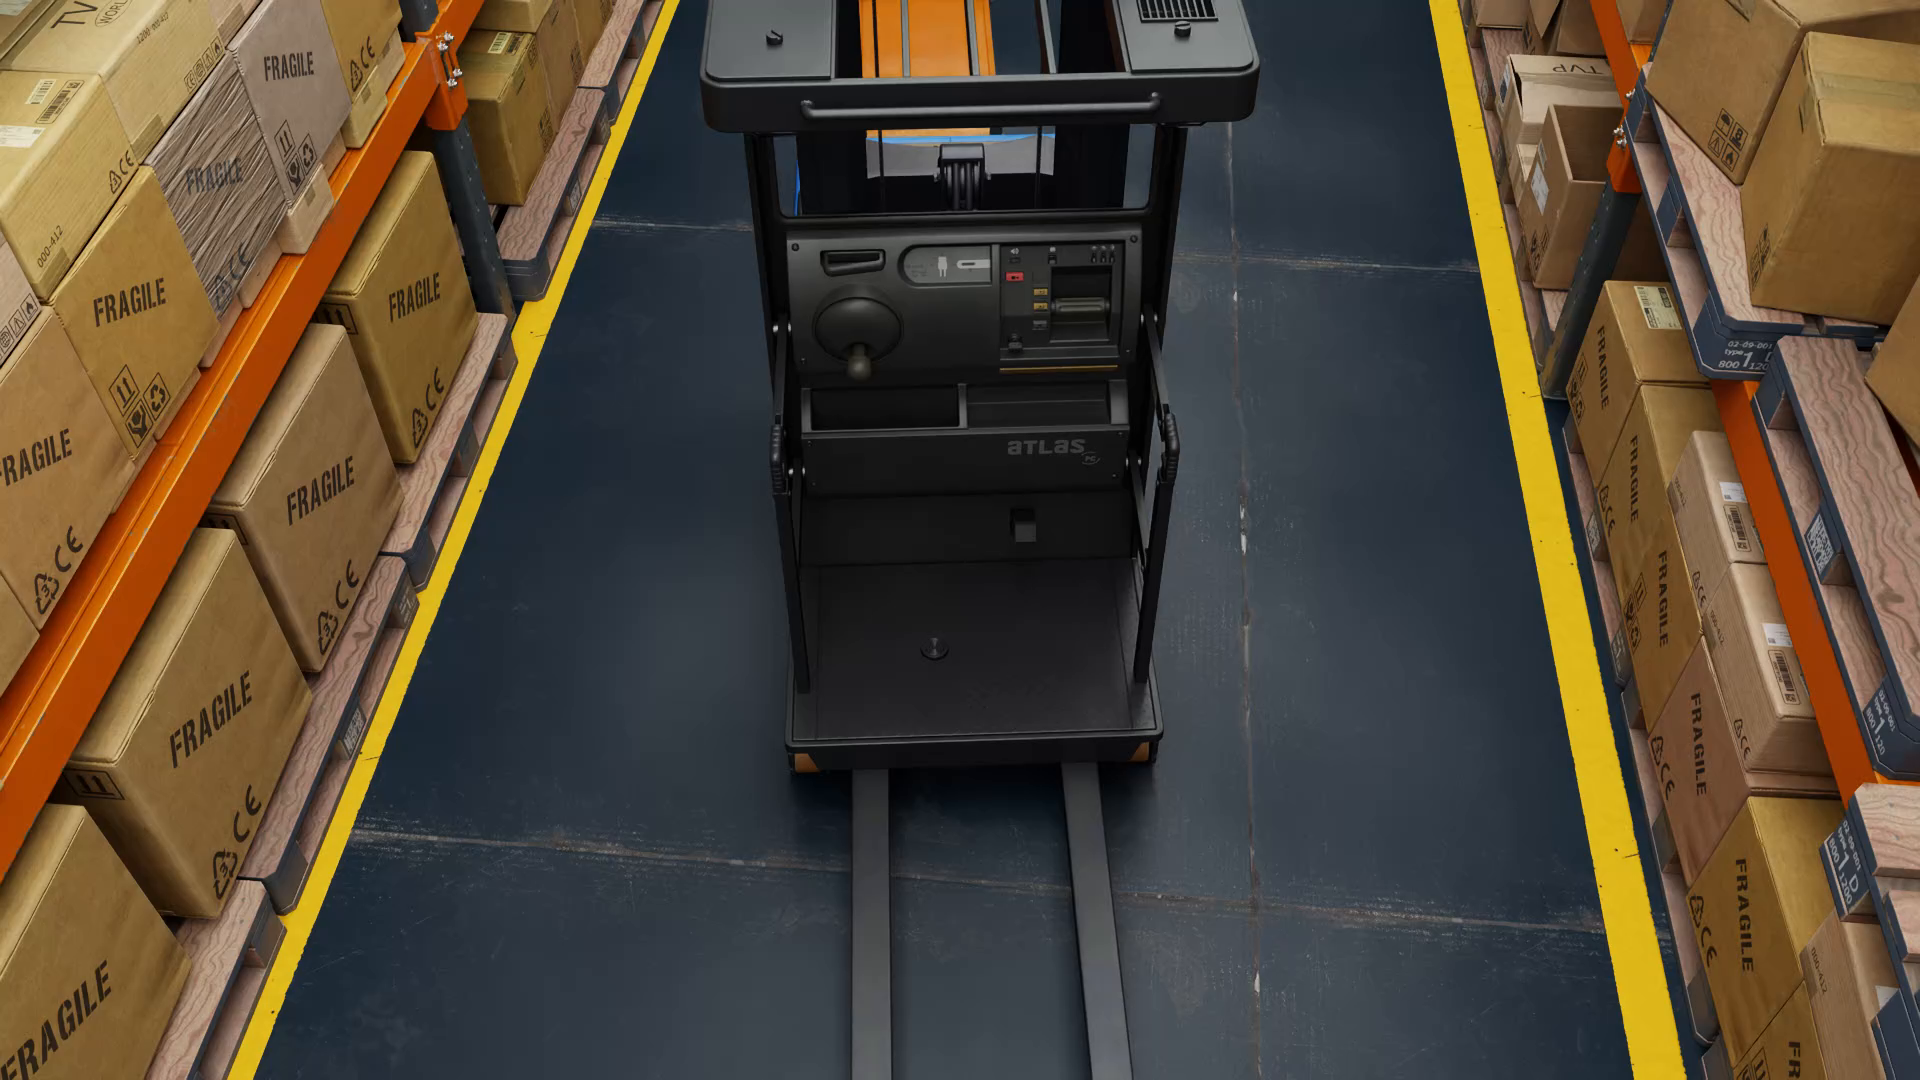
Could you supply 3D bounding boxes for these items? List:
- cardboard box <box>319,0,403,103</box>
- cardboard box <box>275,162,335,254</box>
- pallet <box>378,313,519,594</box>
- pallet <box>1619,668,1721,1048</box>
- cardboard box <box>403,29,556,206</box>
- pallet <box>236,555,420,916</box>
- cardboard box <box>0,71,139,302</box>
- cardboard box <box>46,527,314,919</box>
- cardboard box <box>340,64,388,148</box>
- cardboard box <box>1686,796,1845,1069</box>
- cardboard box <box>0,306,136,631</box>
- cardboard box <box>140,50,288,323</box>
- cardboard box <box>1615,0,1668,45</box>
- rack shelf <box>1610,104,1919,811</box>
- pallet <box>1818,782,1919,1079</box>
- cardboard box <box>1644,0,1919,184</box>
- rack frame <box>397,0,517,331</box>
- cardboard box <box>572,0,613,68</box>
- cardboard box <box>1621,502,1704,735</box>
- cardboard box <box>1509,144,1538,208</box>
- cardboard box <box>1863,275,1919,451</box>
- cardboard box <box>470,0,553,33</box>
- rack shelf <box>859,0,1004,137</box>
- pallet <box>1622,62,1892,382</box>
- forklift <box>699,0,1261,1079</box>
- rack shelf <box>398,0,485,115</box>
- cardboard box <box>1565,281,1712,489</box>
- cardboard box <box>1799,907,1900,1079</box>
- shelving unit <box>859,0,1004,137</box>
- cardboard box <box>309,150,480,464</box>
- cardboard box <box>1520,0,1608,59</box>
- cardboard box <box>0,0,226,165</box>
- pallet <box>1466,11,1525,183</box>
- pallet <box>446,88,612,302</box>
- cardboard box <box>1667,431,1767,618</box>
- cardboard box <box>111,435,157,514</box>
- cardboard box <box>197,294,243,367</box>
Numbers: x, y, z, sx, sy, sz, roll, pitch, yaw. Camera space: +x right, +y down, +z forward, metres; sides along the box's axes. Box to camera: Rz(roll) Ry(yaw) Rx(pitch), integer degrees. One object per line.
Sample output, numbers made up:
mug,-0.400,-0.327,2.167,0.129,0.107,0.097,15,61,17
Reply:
cardboard box,-2.039,-1.662,4.955,0.500,0.500,0.500,3,48,3
cardboard box,-2.030,-0.960,4.752,0.380,0.149,0.250,4,48,4
pallet,-2.243,-0.364,5.940,1.003,0.211,1.213,4,48,4
pallet,2.541,0.893,4.790,1.003,0.211,1.213,4,48,4
cardboard box,-2.078,-1.718,6.698,0.700,0.500,0.500,4,48,4
pallet,-2.352,0.535,5.118,1.003,0.211,1.213,4,48,4
cardboard box,-2.184,-0.787,3.646,0.500,0.250,0.500,3,48,3
cardboard box,-2.328,0.471,4.459,0.750,0.750,0.750,4,48,3
cardboard box,-1.996,-1.345,5.104,0.380,0.149,0.250,5,48,4
cardboard box,2.220,1.004,4.195,0.500,0.500,0.500,2,48,2
cardboard box,-2.210,-0.168,3.588,0.500,0.500,0.500,4,48,3
cardboard box,-2.130,-0.918,4.274,0.500,0.500,0.500,4,48,4
cardboard box,2.476,-1.965,5.447,0.500,0.500,0.500,5,48,4
rack shelf,2.503,0.165,4.054,1.077,0.370,4.000,4,48,4
pallet,2.313,0.954,2.975,1.213,0.211,1.003,4,48,4
cardboard box,2.420,-1.390,4.636,0.700,0.500,0.500,-11,48,-10
rack frame,-2.248,-1.878,5.434,1.000,3.000,0.127,4,48,4
cardboard box,-1.979,-2.464,7.380,0.700,0.500,0.500,5,48,4
cardboard box,2.308,0.247,4.888,0.500,0.500,0.500,4,48,4
cardboard box,2.429,-1.451,6.678,0.380,0.149,0.250,4,48,4
cardboard box,2.586,-0.420,3.749,0.700,0.500,0.500,-7,48,-6
cardboard box,-1.865,-2.177,6.678,0.380,0.149,0.250,5,48,5
rack shelf,-0.126,-1.643,6.094,0.538,0.278,1.000,-2,48,-1
pallet,2.504,-0.902,4.673,1.003,0.211,1.213,4,48,4
forklift,0.025,-0.527,4.246,1.130,2.935,3.031,-2,48,-2
rack shelf,-2.066,-3.104,7.044,1.077,0.370,4.000,4,48,4
cardboard box,2.399,-0.513,5.582,0.500,0.500,0.500,2,48,2
cardboard box,2.173,1.090,3.608,0.500,0.250,0.500,6,48,5
shelving unit,-0.126,-1.446,6.310,0.538,1.125,1.048,-2,48,-1
cardboard box,-2.178,-0.807,5.628,0.750,0.750,0.750,4,48,4
cardboard box,2.852,-2.234,7.154,0.797,0.503,0.637,4,48,4
cardboard box,-2.138,-1.161,3.988,0.500,0.250,0.500,5,48,4
pallet,2.858,-2.009,7.445,1.003,0.211,1.213,4,48,4
pallet,-2.101,-1.490,6.970,1.003,0.211,1.213,4,48,4
cardboard box,2.308,-0.031,4.633,0.500,0.250,0.500,4,48,4
cardboard box,-2.223,-0.214,4.070,0.380,0.149,0.250,4,48,4
cardboard box,-2.156,-0.601,4.424,0.380,0.149,0.250,3,48,2
